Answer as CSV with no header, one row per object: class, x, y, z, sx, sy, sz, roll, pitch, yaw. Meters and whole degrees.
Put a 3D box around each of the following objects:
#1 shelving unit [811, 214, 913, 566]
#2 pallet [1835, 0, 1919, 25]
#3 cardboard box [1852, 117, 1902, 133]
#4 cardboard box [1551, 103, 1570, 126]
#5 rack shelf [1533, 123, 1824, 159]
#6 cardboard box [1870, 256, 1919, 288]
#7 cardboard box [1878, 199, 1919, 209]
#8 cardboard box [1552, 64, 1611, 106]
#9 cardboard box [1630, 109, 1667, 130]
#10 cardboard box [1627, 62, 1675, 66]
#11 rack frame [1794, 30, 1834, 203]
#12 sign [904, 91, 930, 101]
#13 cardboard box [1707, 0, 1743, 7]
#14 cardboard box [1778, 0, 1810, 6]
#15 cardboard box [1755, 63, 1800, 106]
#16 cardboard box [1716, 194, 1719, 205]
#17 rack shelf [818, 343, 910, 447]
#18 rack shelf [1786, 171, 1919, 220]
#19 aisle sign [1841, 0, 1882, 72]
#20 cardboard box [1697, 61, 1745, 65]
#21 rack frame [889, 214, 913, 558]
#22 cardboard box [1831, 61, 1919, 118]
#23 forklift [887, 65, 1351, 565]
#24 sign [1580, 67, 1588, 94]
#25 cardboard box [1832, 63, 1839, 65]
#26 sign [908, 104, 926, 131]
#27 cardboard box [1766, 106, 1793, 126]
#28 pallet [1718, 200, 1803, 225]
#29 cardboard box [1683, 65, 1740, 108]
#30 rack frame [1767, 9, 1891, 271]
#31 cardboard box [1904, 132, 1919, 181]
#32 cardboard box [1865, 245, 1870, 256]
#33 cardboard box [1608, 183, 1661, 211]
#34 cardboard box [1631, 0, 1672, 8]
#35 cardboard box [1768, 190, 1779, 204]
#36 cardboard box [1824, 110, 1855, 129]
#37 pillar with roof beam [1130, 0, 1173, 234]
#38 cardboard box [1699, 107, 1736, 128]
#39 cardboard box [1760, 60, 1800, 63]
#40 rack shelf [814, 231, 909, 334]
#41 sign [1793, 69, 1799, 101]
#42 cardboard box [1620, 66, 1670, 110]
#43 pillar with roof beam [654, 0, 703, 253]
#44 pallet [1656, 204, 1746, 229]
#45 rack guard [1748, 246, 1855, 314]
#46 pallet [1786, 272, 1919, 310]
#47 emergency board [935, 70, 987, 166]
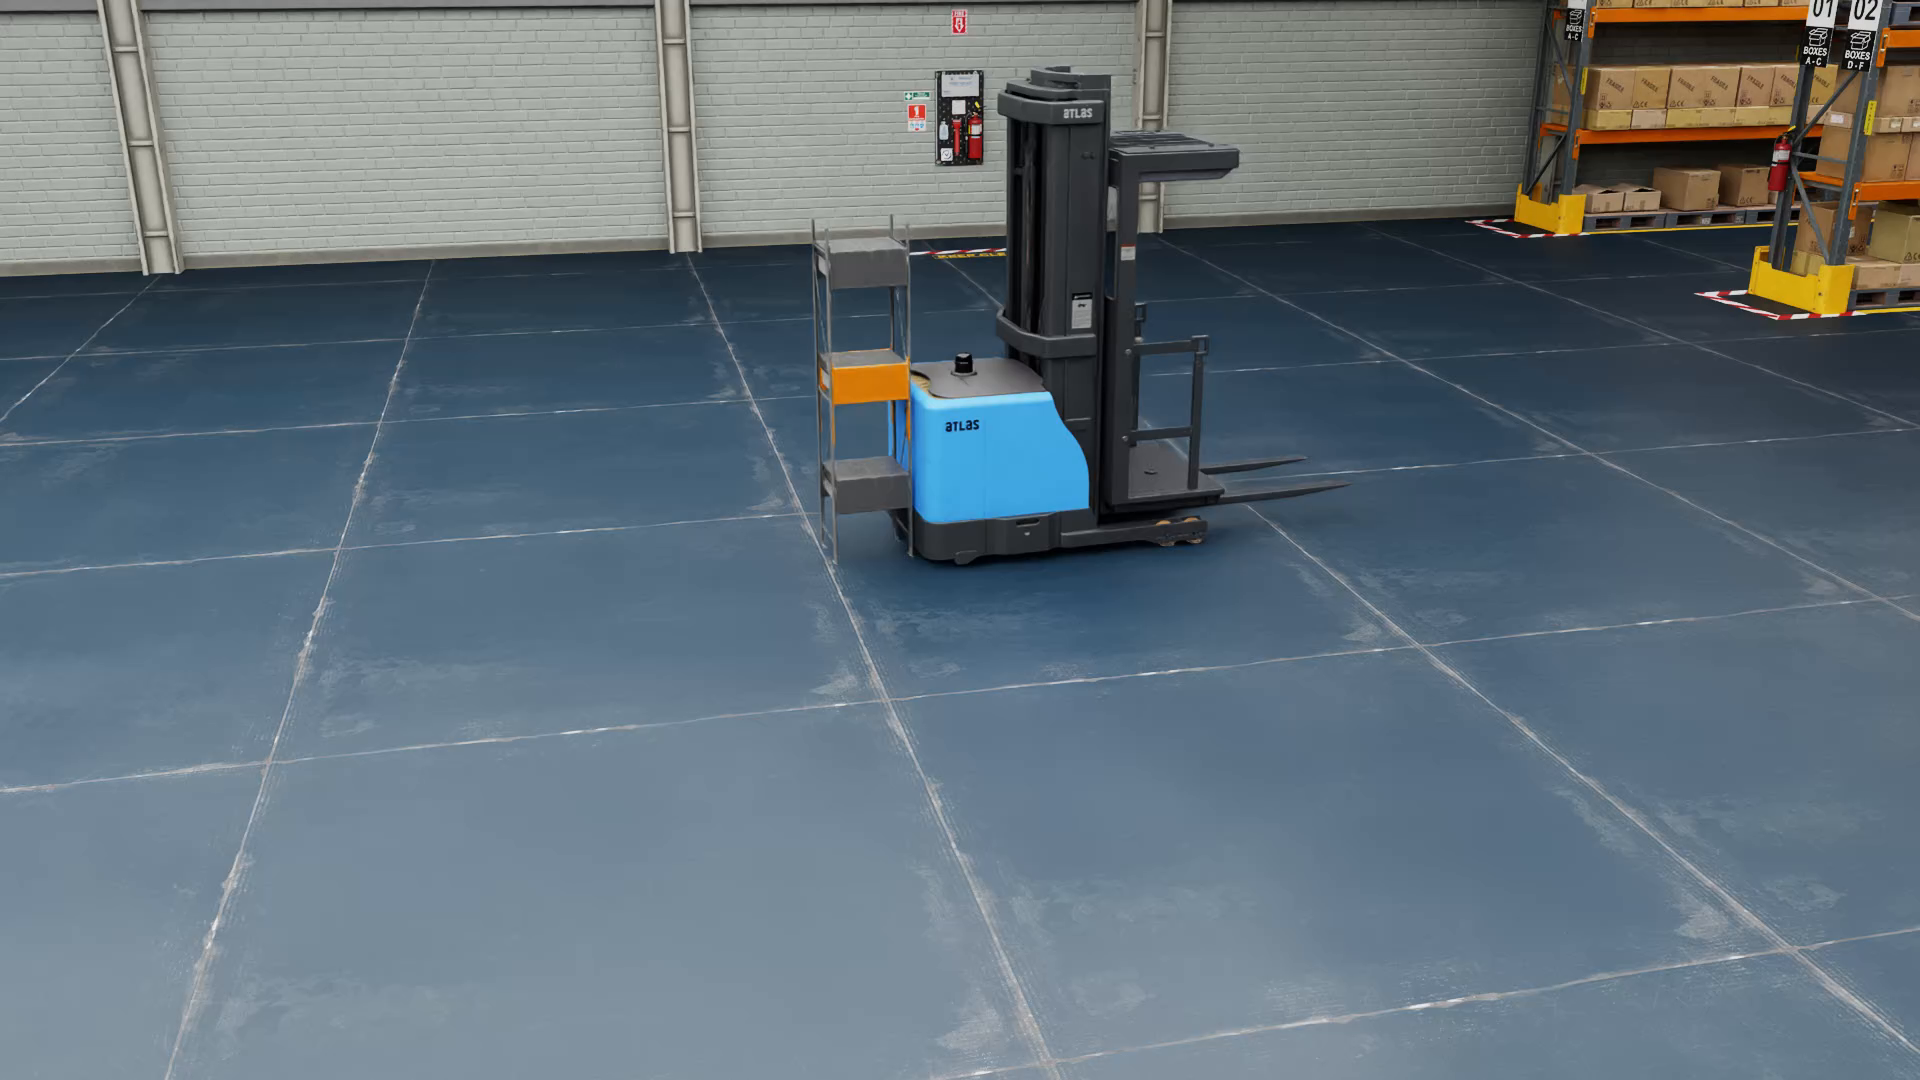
shelving unit,-0.598,-0.914,10.257,0.503,2.100,0.431,-6,21,-16
pallet,9.629,-5.359,16.851,1.213,0.211,1.003,-5,21,-12
cardboard box,9.367,-4.255,16.982,0.250,0.149,0.380,-5,21,-13
cardboard box,8.202,-5.643,22.049,0.500,0.250,0.500,-4,21,-12
rack shelf,9.738,-5.423,22.304,4.000,0.370,1.077,-5,21,-12
cardboard box,9.994,-2.860,17.647,0.500,0.250,0.500,-5,21,-12
cardboard box,10.358,-3.429,18.111,0.500,0.500,0.500,-5,21,-12
cardboard box,8.202,-6.002,21.938,0.500,0.500,0.500,-5,21,-13
cardboard box,8.842,-5.520,21.711,0.500,0.250,0.500,-5,21,-14
cardboard box,9.196,-6.081,22.153,0.500,0.500,0.500,-5,21,-14
rack frame,11.684,-5.919,22.613,0.127,3.000,1.000,-5,21,-12
sign,-0.534,-5.544,20.765,0.331,0.109,0.001,-5,21,-12
cardboard box,9.726,-7.133,21.390,0.500,0.500,0.500,-3,20,-9
cardboard box,10.755,-7.226,21.643,0.500,0.500,0.500,-6,21,-17
cardboard box,10.811,-6.028,22.008,0.500,0.500,0.500,-5,21,-13
cardboard box,10.123,-4.667,22.700,0.250,0.149,0.380,-6,21,-17
rack shelf,-0.598,-0.901,10.262,0.480,0.518,0.431,-6,21,-16
rack shelf,10.882,-3.765,17.778,4.000,0.370,1.077,-5,21,-12
aisle sign,8.942,-5.058,16.481,0.004,0.787,0.394,-5,21,-12
cardboard box,10.188,-6.166,22.384,0.500,0.500,0.500,-4,21,-11
rack frame,-0.365,-0.939,10.325,0.015,2.100,0.400,-6,21,-16
cardboard box,9.444,-4.638,17.083,0.500,0.500,0.700,-5,21,-12
forklift,1.090,-1.500,10.647,3.031,2.935,1.130,-6,21,-16
sign,7.917,-5.827,21.104,0.005,0.325,0.100,-5,21,-12
cardboard box,12.188,-6.202,22.598,0.500,0.500,0.700,-5,21,-12
sign,-0.541,-5.297,20.863,0.234,0.329,0.001,-5,21,-12
cardboard box,10.806,-5.683,22.155,0.500,0.250,0.500,-5,21,-12
pallet,11.039,-4.545,22.915,1.213,0.211,1.003,-5,21,-12
cardboard box,9.813,-5.950,21.796,0.500,0.500,0.500,-4,20,-11
rack frame,8.935,-3.945,17.222,0.127,3.000,1.000,-5,21,-12
cardboard box,9.903,-4.068,17.412,0.500,0.500,0.700,-4,21,-11
cardboard box,9.873,-3.036,18.128,0.500,0.250,0.500,-5,21,-12
cardboard box,9.041,-4.616,22.325,0.500,0.311,0.500,-3,20,-8
cardboard box,8.706,-7.041,21.139,0.500,0.500,0.500,-3,20,-9
cardboard box,11.171,-4.743,22.881,0.250,0.166,0.380,-7,21,-20
cardboard box,9.263,-4.390,17.350,0.250,0.149,0.380,-5,21,-13
pillar with roof beam,3.426,-6.849,16.428,0.400,9.000,9.100,-5,21,-12
cardboard box,9.831,-5.597,21.923,0.500,0.250,0.500,-4,21,-12
cardboard box,11.179,-6.243,22.595,0.500,0.500,0.500,-5,21,-14
rack shelf,-0.598,-1.558,10.021,0.480,0.518,0.431,-6,21,-16
sign,8.824,-4.782,17.481,0.005,0.325,0.100,-5,21,-12
cardboard box,8.809,-5.867,21.568,0.500,0.500,0.500,-5,21,-12
pillar with roof beam,-2.413,-6.374,15.131,0.400,9.000,9.100,-5,21,-12
pallet,9.849,-4.447,22.648,1.213,0.211,1.003,-5,21,-12
rack guard,8.912,-2.769,17.647,0.348,0.500,1.175,-5,21,-12
pallet,9.670,-2.710,17.906,1.213,0.211,1.003,-5,21,-12
emergency board,0.021,-5.290,20.894,0.643,1.169,0.194,-5,21,-12
